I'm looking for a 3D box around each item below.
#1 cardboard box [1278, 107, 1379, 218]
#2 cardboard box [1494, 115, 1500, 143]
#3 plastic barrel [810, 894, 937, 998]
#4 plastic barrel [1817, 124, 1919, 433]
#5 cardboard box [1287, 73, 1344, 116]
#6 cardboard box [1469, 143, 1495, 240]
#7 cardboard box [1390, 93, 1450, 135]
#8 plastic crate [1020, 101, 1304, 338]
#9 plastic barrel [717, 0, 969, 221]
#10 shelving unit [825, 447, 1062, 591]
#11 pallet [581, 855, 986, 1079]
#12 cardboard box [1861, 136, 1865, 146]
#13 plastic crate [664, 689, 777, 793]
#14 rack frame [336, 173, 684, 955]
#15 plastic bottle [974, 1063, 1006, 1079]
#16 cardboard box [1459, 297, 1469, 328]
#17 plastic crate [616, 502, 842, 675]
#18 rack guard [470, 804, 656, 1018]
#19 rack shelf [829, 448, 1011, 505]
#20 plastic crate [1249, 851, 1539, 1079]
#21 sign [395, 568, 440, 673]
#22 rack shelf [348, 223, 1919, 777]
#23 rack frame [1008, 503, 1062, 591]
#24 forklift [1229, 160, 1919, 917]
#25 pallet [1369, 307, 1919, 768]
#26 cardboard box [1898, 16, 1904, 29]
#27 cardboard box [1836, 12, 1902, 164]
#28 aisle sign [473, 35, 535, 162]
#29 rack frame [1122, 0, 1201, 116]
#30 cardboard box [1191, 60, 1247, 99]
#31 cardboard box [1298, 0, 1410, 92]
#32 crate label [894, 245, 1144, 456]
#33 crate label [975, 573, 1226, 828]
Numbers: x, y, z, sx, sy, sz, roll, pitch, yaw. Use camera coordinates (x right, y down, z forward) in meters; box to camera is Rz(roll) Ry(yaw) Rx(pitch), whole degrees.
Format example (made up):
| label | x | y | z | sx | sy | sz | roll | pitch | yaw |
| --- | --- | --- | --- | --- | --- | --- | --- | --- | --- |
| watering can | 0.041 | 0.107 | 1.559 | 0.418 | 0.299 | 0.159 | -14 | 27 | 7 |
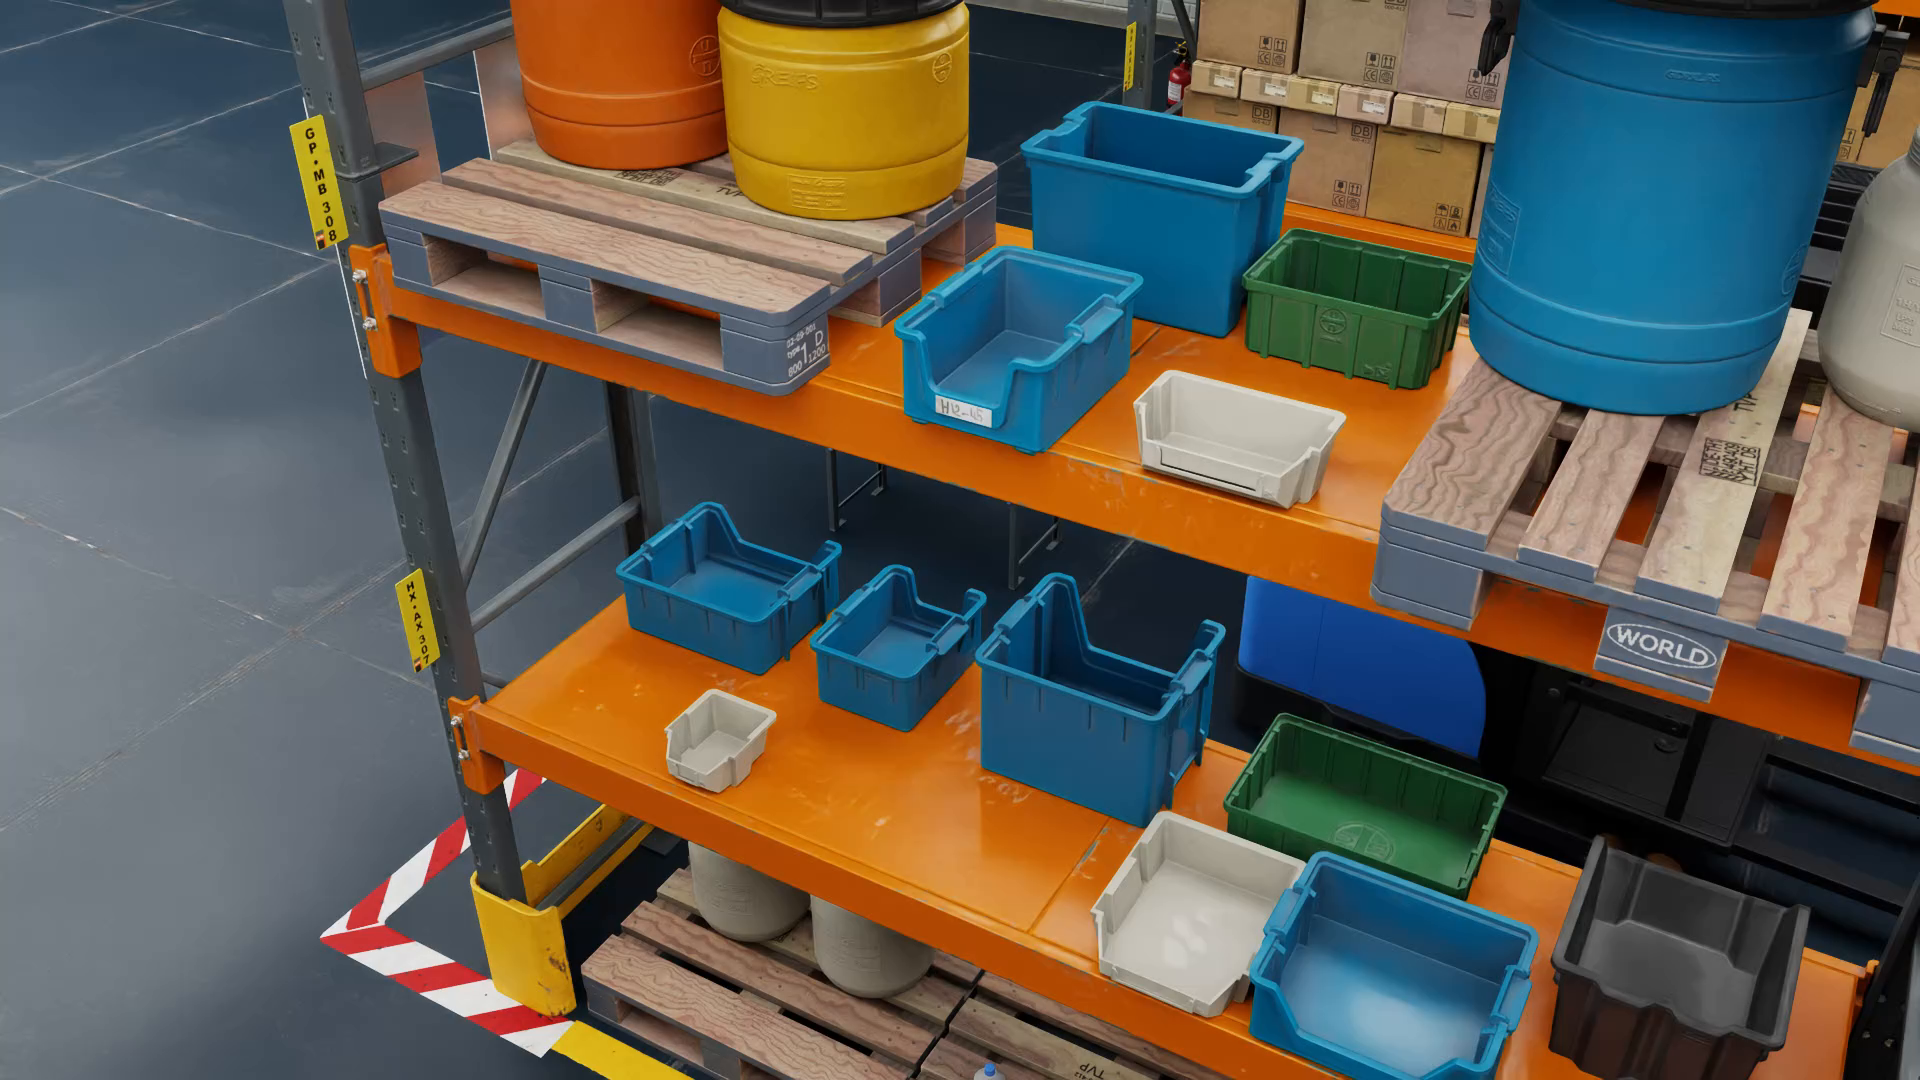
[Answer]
| label | x | y | z | sx | sy | sz | roll | pitch | yaw |
| --- | --- | --- | --- | --- | --- | --- | --- | --- | --- |
| cardboard box | 1.989 | -2.054 | 8.538 | 0.500 | 0.500 | 0.700 | 19 | 38 | 26 |
| cardboard box | 2.699 | -1.966 | 7.821 | 0.250 | 0.149 | 0.380 | 18 | 38 | 25 |
| plastic barrel | -0.285 | 1.236 | 5.553 | 0.421 | 0.512 | 0.421 | 0 | 34 | 0 |
| plastic barrel | 1.867 | -0.489 | 3.093 | 0.421 | 0.512 | 0.421 | 0 | 34 | 0 |
| cardboard box | 1.812 | -2.249 | 8.245 | 0.250 | 0.149 | 0.380 | 18 | 38 | 25 |
| cardboard box | 2.876 | -1.772 | 8.114 | 0.500 | 0.500 | 0.700 | 19 | 38 | 26 |
| cardboard box | 2.262 | -2.106 | 8.031 | 0.250 | 0.149 | 0.380 | 16 | 37 | 23 |
| plastic crate | 0.475 | -0.769 | 4.007 | 0.575 | 0.384 | 0.392 | 18 | 37 | 24 |
| plastic barrel | -0.277 | -1.156 | 4.025 | 0.600 | 0.588 | 0.600 | 0 | 34 | 0 |
| shelving unit | -0.074 | -0.648 | 7.870 | 1.048 | 1.500 | 0.538 | 18 | 37 | 24 |
| pallet | -0.538 | 1.478 | 5.840 | 1.213 | 0.211 | 1.003 | 18 | 37 | 24 |
| cardboard box | 4.024 | -1.807 | 7.582 | 0.250 | 0.149 | 0.380 | 17 | 37 | 23 |
| plastic crate | -0.712 | 0.604 | 4.875 | 0.250 | 0.136 | 0.298 | 18 | 37 | 24 |
| rack frame | -1.330 | 0.093 | 5.404 | 0.127 | 3.000 | 1.000 | 18 | 37 | 24 |
| plastic bottle | 0.090 | 1.694 | 5.064 | 0.097 | 0.271 | 0.097 | 0 | 34 | 0 |
| cardboard box | 2.787 | -0.963 | 8.416 | 0.500 | 0.500 | 0.500 | 18 | 37 | 24 |
| plastic crate | -0.747 | 0.149 | 5.454 | 0.616 | 0.251 | 0.499 | 18 | 37 | 24 |
| rack guard | -1.240 | 1.132 | 6.099 | 0.348 | 0.500 | 1.175 | 18 | 37 | 24 |
| rack shelf | -0.074 | -0.498 | 7.969 | 1.000 | 0.185 | 0.538 | 18 | 37 | 24 |
| plastic crate | 1.048 | 1.082 | 4.054 | 0.616 | 0.251 | 0.499 | 18 | 37 | 24 |
| sign | -1.607 | 0.242 | 4.931 | 0.005 | 0.325 | 0.100 | 18 | 37 | 24 |
| rack shelf | 0.407 | -0.306 | 3.946 | 4.000 | 0.370 | 1.077 | 18 | 37 | 24 |
| rack frame | 0.367 | -0.508 | 7.660 | 0.032 | 1.500 | 0.500 | 18 | 37 | 24 |
| forklift | 2.656 | -0.215 | 5.929 | 3.031 | 2.935 | 1.130 | 20 | 39 | 27 |
| pallet | 1.468 | -0.128 | 3.200 | 1.003 | 0.211 | 1.213 | 18 | 37 | 24 |
| cardboard box | 6.497 | -3.504 | 10.924 | 0.500 | 0.250 | 0.500 | 18 | 38 | 25 |
| cardboard box | 3.776 | -2.028 | 7.329 | 0.500 | 0.500 | 0.700 | 17 | 37 | 24 |
| aisle sign | -1.245 | -1.151 | 4.927 | 0.004 | 0.787 | 0.394 | 18 | 37 | 24 |
| rack frame | 1.131 | -2.289 | 8.982 | 0.127 | 3.000 | 1.000 | 18 | 37 | 24 |
| cardboard box | 1.365 | -2.389 | 8.456 | 0.250 | 0.149 | 0.380 | 17 | 37 | 24 |
| cardboard box | 2.035 | -2.580 | 8.157 | 0.500 | 0.500 | 0.700 | 17 | 37 | 23 |
| crate label | 0.131 | -0.420 | 3.602 | 0.408 | 0.251 | 0.502 | 18 | 37 | 24 |
| crate label | 0.402 | 0.455 | 4.829 | 0.616 | 0.435 | 0.502 | 18 | 37 | 24 |
